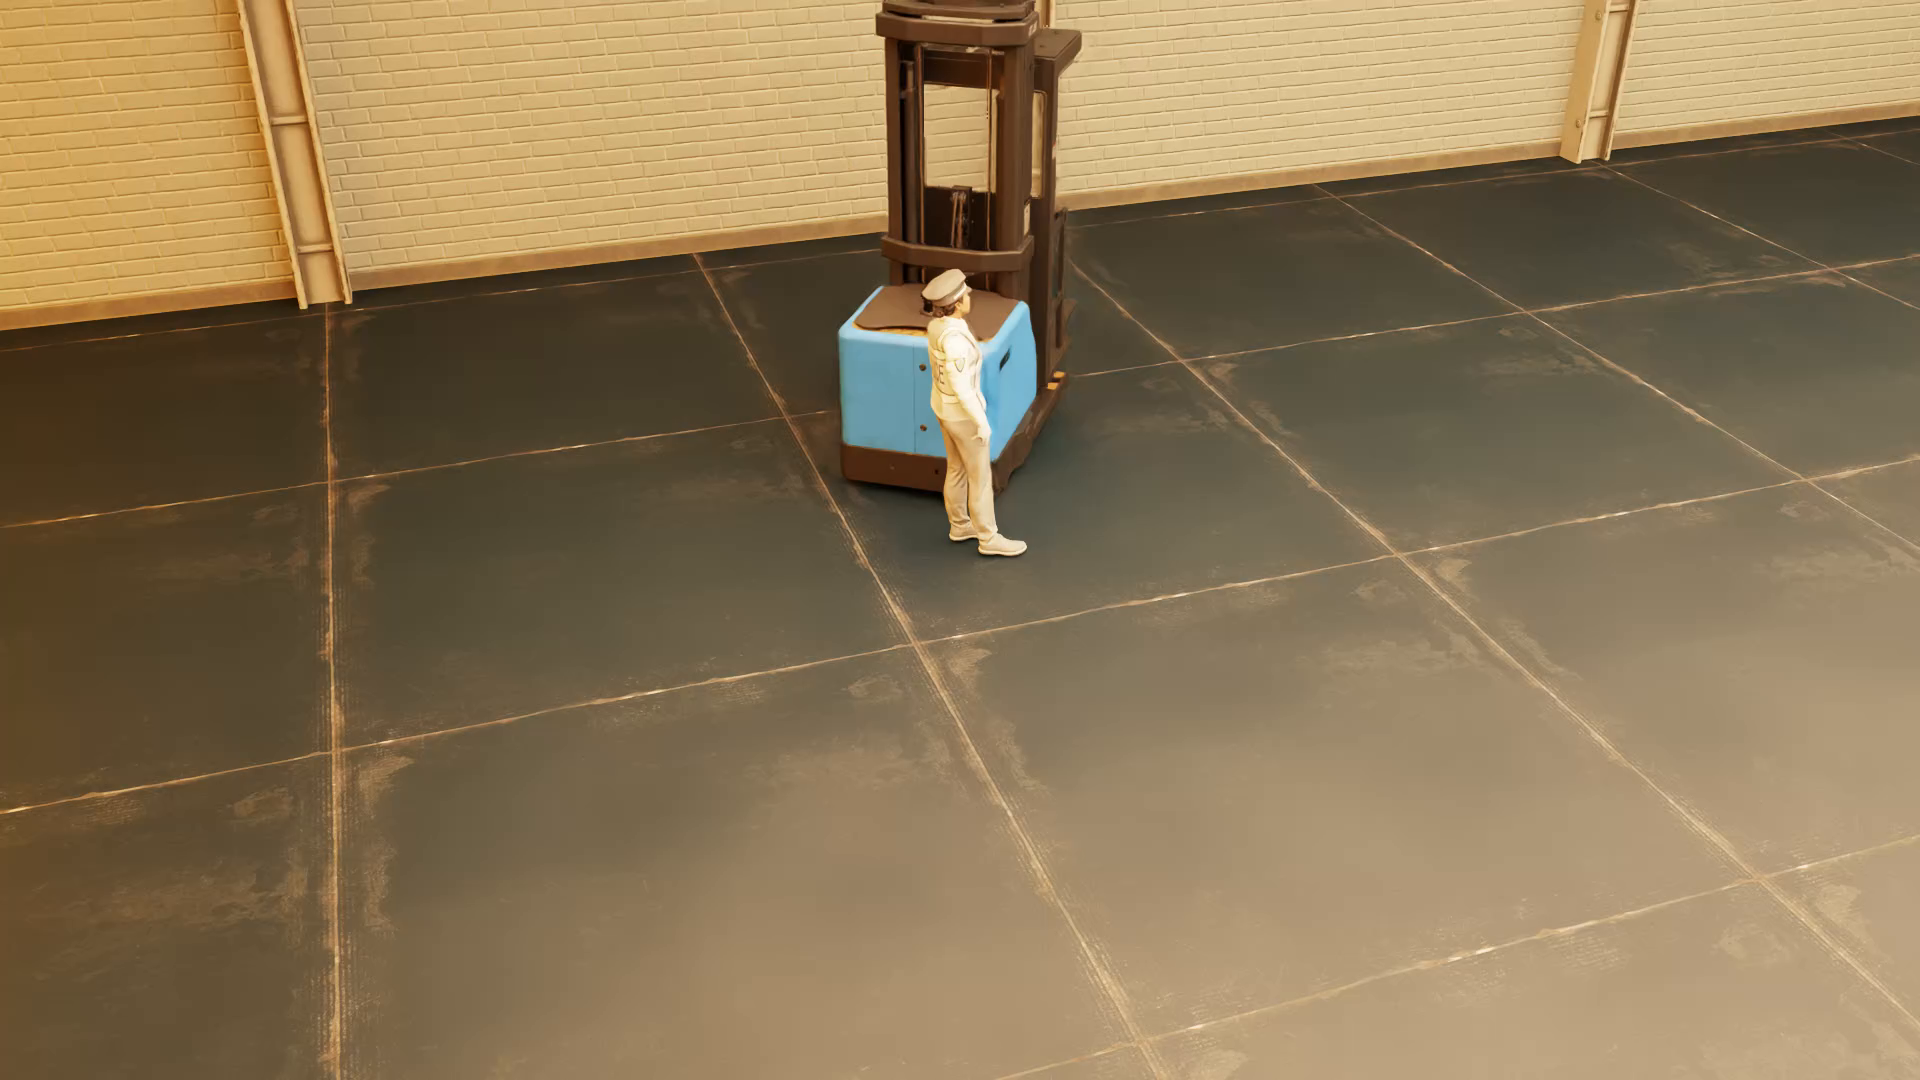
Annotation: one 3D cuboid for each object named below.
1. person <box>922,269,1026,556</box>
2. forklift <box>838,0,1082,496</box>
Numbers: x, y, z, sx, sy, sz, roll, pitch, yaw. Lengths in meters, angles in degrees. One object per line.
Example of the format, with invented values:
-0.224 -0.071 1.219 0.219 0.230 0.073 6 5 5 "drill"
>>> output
0.068 -0.748 9.613 0.530 1.694 0.586 -10 31 -16 "person"
0.145 -2.255 11.007 1.130 2.935 3.031 8 31 14 "forklift"
